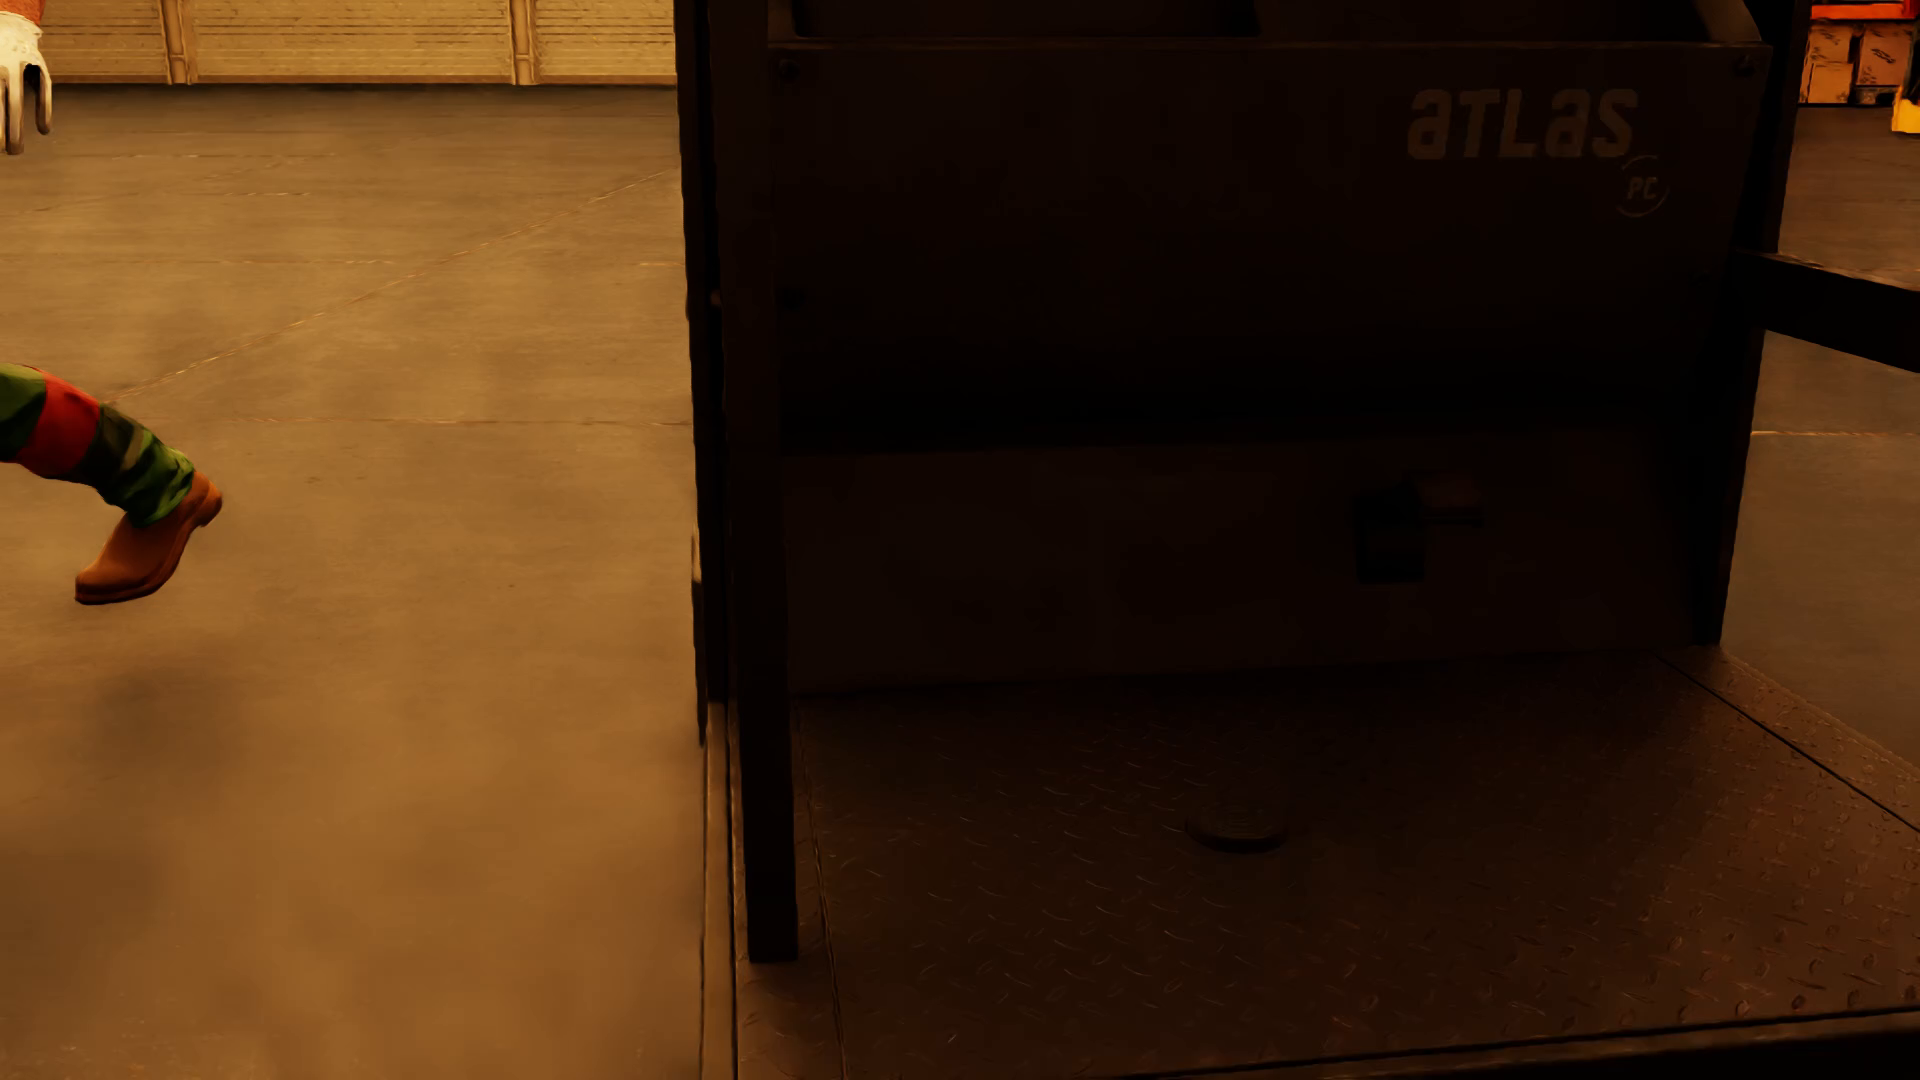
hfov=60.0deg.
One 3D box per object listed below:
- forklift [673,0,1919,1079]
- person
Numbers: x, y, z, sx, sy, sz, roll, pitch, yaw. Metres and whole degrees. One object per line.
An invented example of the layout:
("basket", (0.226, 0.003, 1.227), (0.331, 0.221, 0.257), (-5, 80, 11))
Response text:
("forklift", (0.314, -0.860, 1.200), (1.130, 2.935, 3.031), (-2, 17, -8))
("person", (-1.886, -0.581, 2.609), (1.189, 1.663, 0.511), (3, 18, 11))
